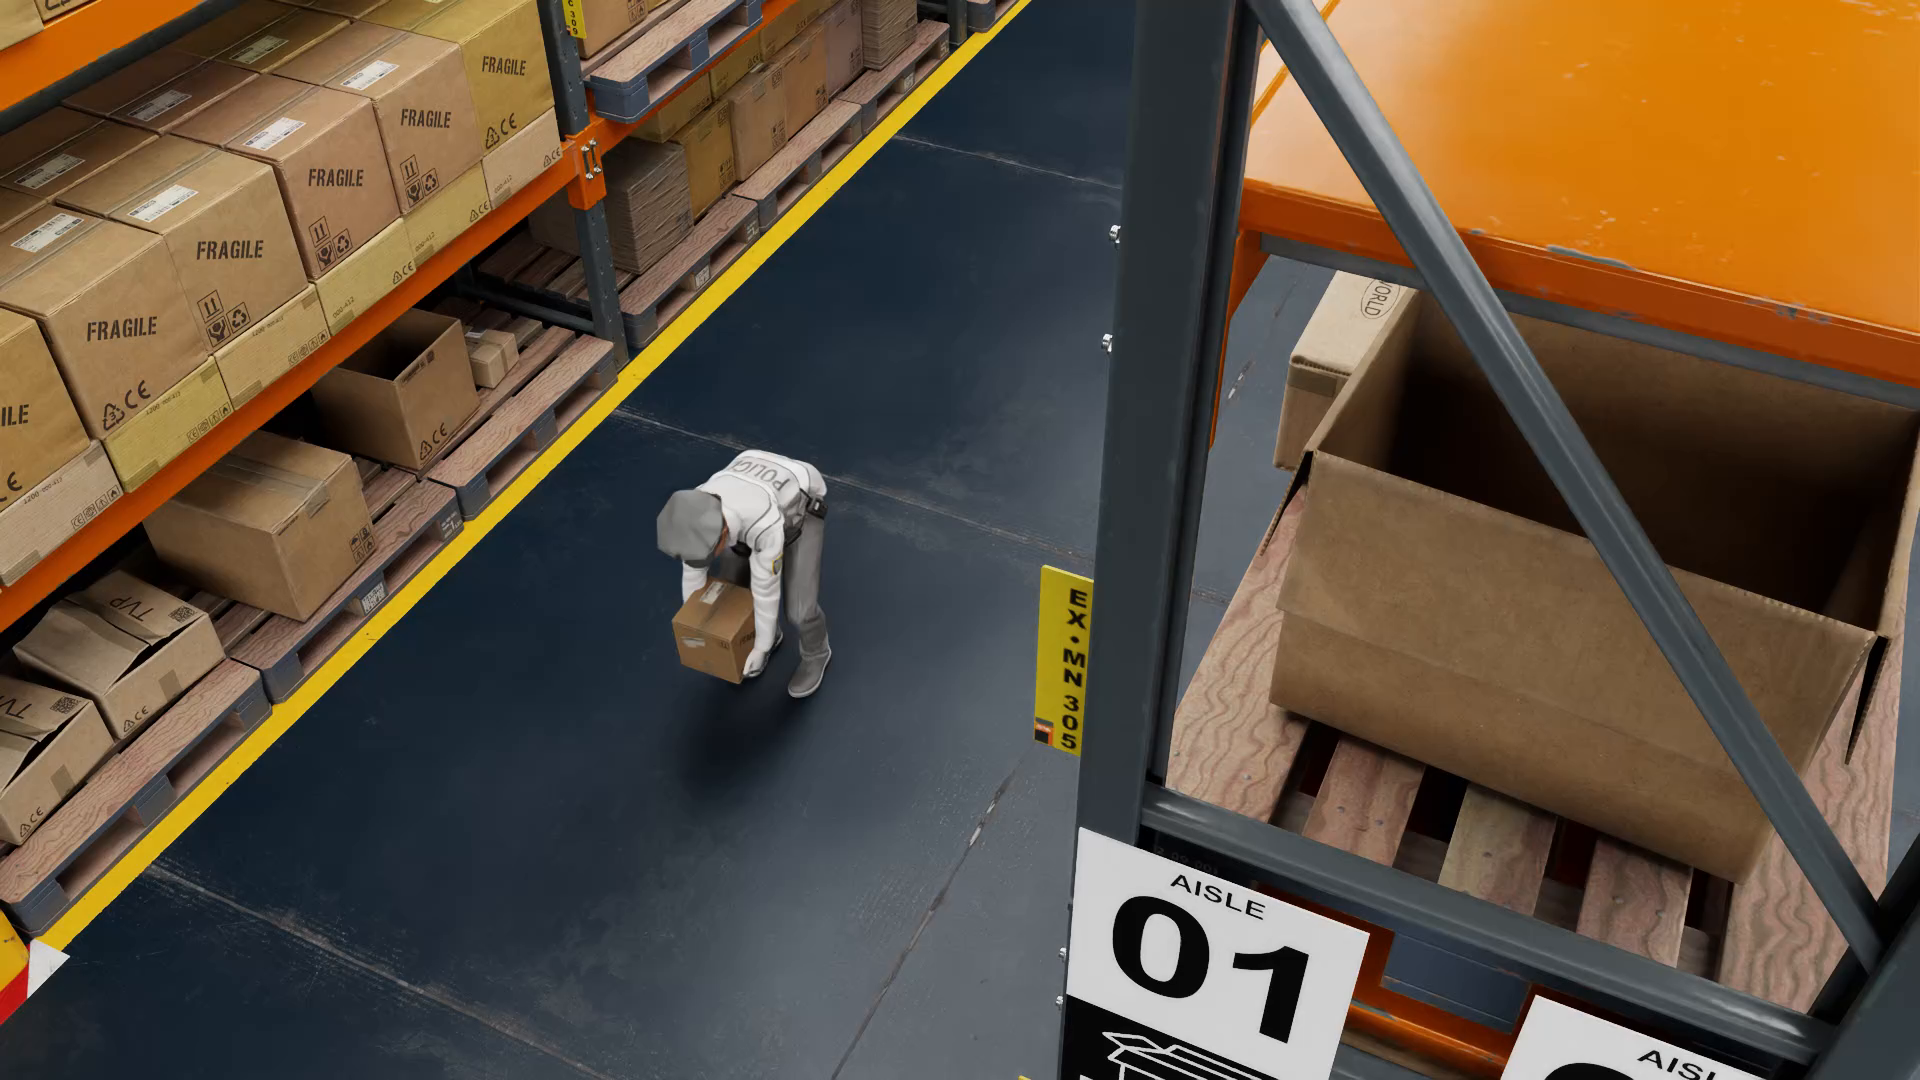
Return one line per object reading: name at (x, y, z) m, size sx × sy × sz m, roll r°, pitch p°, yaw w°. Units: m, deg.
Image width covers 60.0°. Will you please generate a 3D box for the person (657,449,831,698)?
person at (-0.798, 0.164, 6.257) m, size 0.424 × 1.295 × 0.879 m, roll 16°, pitch 45°, yaw 17°
